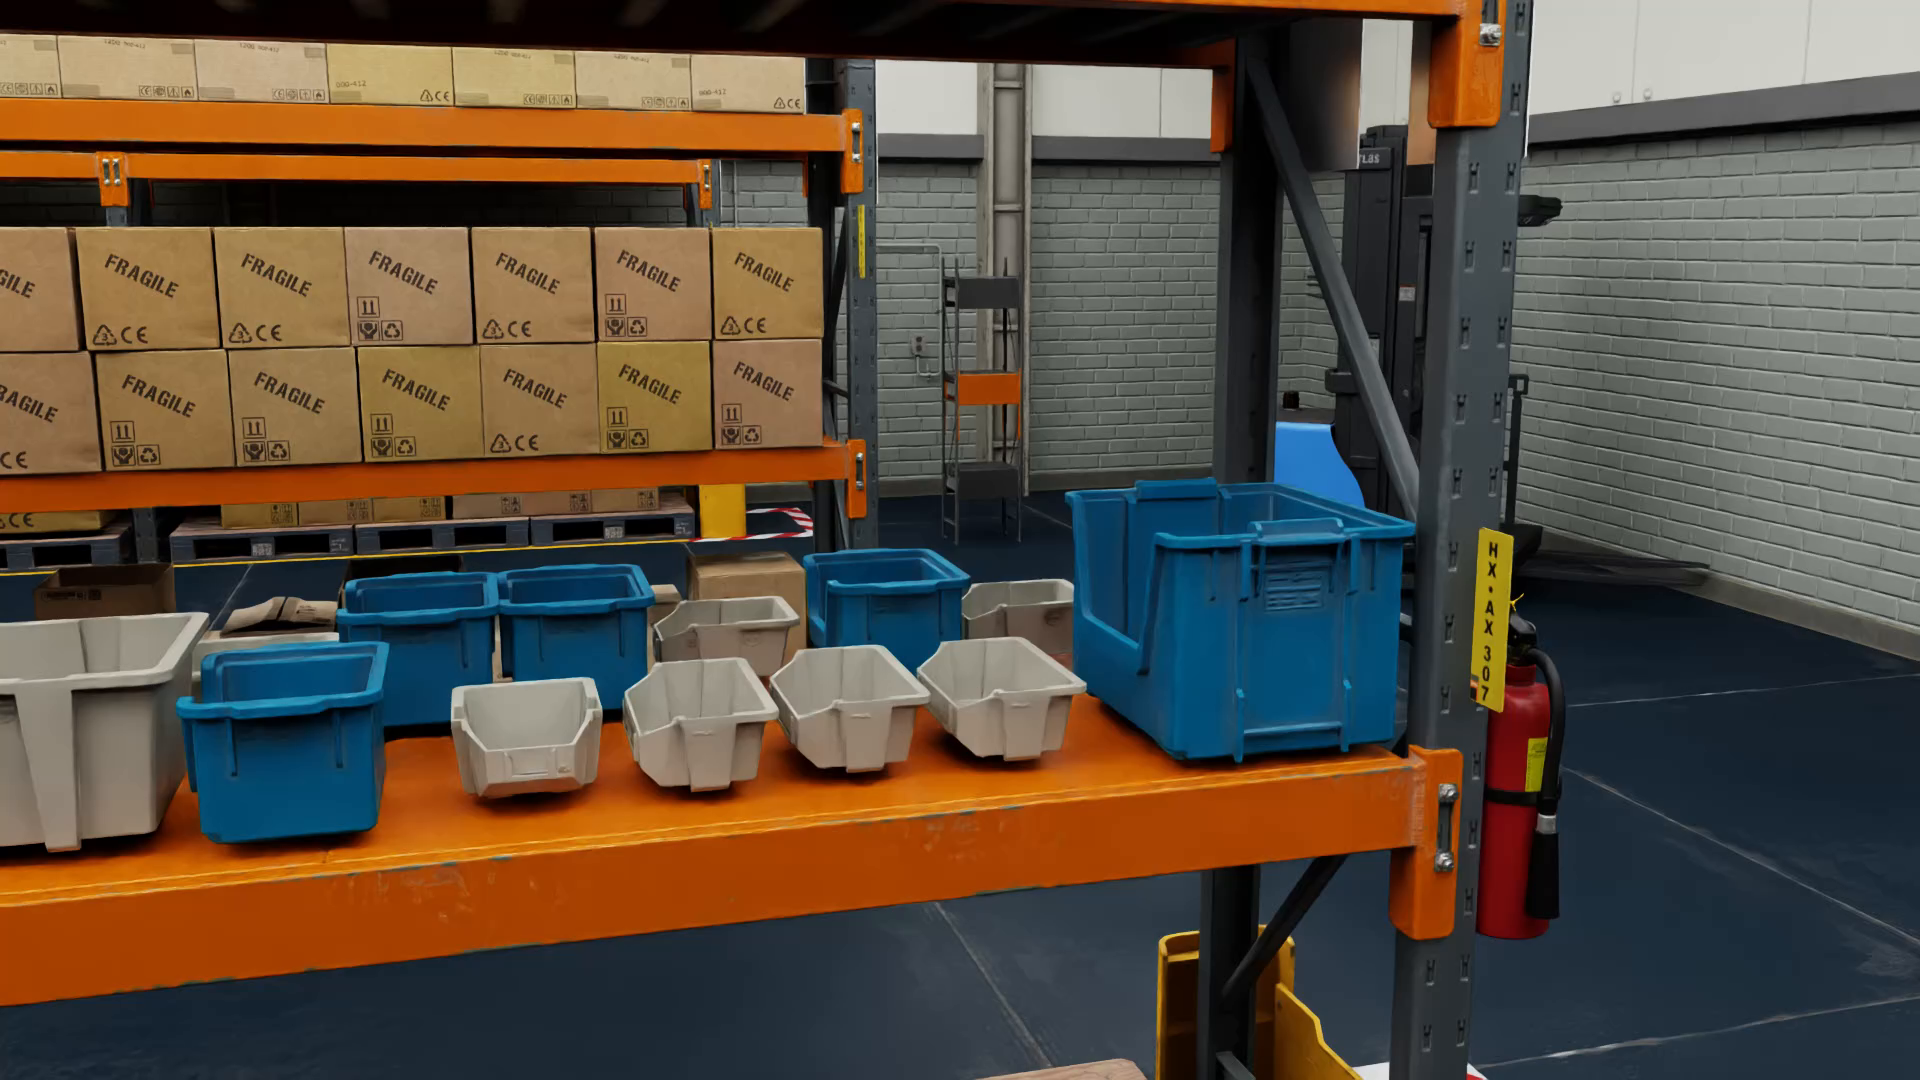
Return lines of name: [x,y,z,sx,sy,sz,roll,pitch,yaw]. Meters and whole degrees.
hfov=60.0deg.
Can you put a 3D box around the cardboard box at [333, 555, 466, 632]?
cardboard box: [-2.622,0.387,7.842,0.637,0.503,0.797,-3,11,-16]

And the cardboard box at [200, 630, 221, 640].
cardboard box: [-3.613,0.549,7.937,0.250,0.149,0.380,-3,11,-16]

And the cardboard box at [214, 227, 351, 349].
cardboard box: [-2.904,-1.097,7.181,0.500,0.500,0.500,-3,11,-18]

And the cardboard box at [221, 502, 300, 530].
cardboard box: [-5.066,-0.387,12.108,0.500,0.500,0.700,-3,11,-15]

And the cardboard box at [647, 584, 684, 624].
cardboard box: [-1.665,0.408,8.424,0.500,0.250,0.500,-3,11,-16]

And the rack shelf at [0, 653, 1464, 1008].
rack shelf: [-1.123,0.585,3.071,4.000,0.370,1.077,-3,11,-16]

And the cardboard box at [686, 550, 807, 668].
cardboard box: [-1.037,0.352,8.038,0.500,0.500,0.500,-3,11,-16]

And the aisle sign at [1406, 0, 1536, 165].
aisle sign: [0.948,-1.101,3.063,0.004,0.787,0.394,-3,11,-16]

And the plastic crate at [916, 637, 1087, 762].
plastic crate: [0.065,0.303,3.179,0.243,0.136,0.396,-3,11,-16]

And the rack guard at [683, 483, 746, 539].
rack guard: [-1.949,-0.364,13.143,0.348,0.500,1.175,-3,11,-16]

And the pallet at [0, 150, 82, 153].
pallet: [-6.679,-2.716,11.258,1.217,0.209,0.805,-3,11,-18]

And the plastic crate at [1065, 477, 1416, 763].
plastic crate: [0.528,0.133,3.278,0.499,0.435,0.616,-3,11,-16]

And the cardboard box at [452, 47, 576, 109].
cardboard box: [-1.963,-2.010,7.309,0.500,0.250,0.500,-3,11,-16]

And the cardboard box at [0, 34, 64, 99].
cardboard box: [-3.888,-1.912,6.776,0.500,0.250,0.500,-3,11,-16]

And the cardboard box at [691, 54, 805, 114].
cardboard box: [-1.003,-2.061,7.585,0.500,0.250,0.500,-3,11,-16]

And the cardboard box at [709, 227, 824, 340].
cardboard box: [-0.934,-1.202,7.752,0.500,0.500,0.500,-3,11,-16]

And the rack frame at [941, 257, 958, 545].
rack frame: [-0.075,-1.029,12.335,0.015,2.100,0.400,-3,11,-16]

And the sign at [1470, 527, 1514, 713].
sign: [0.966,0.145,3.025,0.005,0.325,0.100,-3,11,-16]

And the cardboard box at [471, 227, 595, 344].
cardboard box: [-1.916,-1.149,7.465,0.500,0.500,0.500,-3,11,-14]

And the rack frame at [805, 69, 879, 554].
rack frame: [-0.584,-0.731,8.234,0.127,3.000,1.000,-3,11,-16]

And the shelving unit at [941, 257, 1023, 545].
shelving unit: [0.159,-1.041,12.402,0.503,2.100,0.431,-3,11,-16]

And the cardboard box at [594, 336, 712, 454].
cardboard box: [-1.435,-0.684,7.698,0.500,0.500,0.500,-3,11,-15]

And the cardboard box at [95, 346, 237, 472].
cardboard box: [-3.368,-0.583,7.152,0.500,0.500,0.500,-3,11,-15]

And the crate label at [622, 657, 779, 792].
crate label: [-0.478,0.333,3.013,0.243,0.136,0.396,-3,11,-16]

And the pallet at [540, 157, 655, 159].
pallet: [-2.681,-2.984,12.433,1.213,0.211,1.003,-3,11,-16]

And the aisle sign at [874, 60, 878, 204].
aisle sign: [-0.433,-1.960,7.728,0.004,0.787,0.394,-3,11,-16]

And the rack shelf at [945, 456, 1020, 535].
rack shelf: [0.159,-0.339,12.531,0.480,0.518,0.431,-3,11,-16]

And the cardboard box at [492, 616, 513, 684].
cardboard box: [-1.958,0.518,7.828,0.500,0.250,0.500,-3,11,-16]

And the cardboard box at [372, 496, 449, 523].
cardboard box: [-4.089,-0.437,12.382,0.500,0.500,0.700,-3,11,-15]

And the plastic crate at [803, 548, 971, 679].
plastic crate: [-0.164,0.171,3.627,0.300,0.233,0.416,-3,11,-16]

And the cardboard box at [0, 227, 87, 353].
cardboard box: [-3.893,-1.045,6.898,0.500,0.500,0.500,-3,11,-14]

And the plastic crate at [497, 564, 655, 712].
plastic crate: [-0.796,0.205,3.446,0.300,0.233,0.416,-3,11,-16]

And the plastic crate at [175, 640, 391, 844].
plastic crate: [-1.103,0.331,2.758,0.300,0.233,0.416,-3,11,-16]

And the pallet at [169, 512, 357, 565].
pallet: [-5.061,-0.043,12.198,1.213,0.211,1.003,-3,11,-16]

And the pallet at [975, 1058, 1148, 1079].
pallet: [-0.006,1.536,3.618,1.213,0.211,1.003,-3,11,-16]

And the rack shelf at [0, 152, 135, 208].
rack shelf: [-7.733,-2.410,11.054,4.000,0.370,1.077,-3,11,-16]

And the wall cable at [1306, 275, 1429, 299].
wall cable: [3.558,-3.240,13.865,0.112,2.526,3.097,-3,11,-16]

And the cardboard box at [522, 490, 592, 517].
cardboard box: [-3.097,-0.491,12.674,0.500,0.500,0.700,-3,11,-16]

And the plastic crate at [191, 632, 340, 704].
plastic crate: [-1.456,0.292,3.237,0.466,0.136,0.293,-3,11,-16]

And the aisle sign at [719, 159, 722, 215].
aisle sign: [-1.819,-2.822,12.411,0.004,0.787,0.394,-3,11,-16]

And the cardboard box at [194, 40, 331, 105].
cardboard box: [-2.927,-1.961,7.046,0.500,0.250,0.500,-3,11,-16]

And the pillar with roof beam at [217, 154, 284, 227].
pillar with roof beam: [-4.179,-3.778,8.212,0.400,9.000,9.100,-3,11,-16]

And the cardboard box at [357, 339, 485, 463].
cardboard box: [-2.399,-0.634,7.428,0.500,0.500,0.500,-3,11,-17]

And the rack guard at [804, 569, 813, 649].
rack guard: [-0.657,0.502,8.439,0.348,0.500,1.175,-3,11,-16]

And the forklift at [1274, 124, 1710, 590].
forklift: [3.217,-1.137,10.627,3.031,2.935,1.130,5,12,27]

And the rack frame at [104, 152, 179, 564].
rack frame: [-5.813,-1.390,11.811,0.127,3.000,1.000,-3,11,-16]

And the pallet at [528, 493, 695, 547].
pallet: [-2.718,-0.167,12.869,1.213,0.211,1.003,-3,11,-16]

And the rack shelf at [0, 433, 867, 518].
rack shelf: [-2.504,-0.276,7.749,4.000,0.370,1.077,-3,11,-16]
